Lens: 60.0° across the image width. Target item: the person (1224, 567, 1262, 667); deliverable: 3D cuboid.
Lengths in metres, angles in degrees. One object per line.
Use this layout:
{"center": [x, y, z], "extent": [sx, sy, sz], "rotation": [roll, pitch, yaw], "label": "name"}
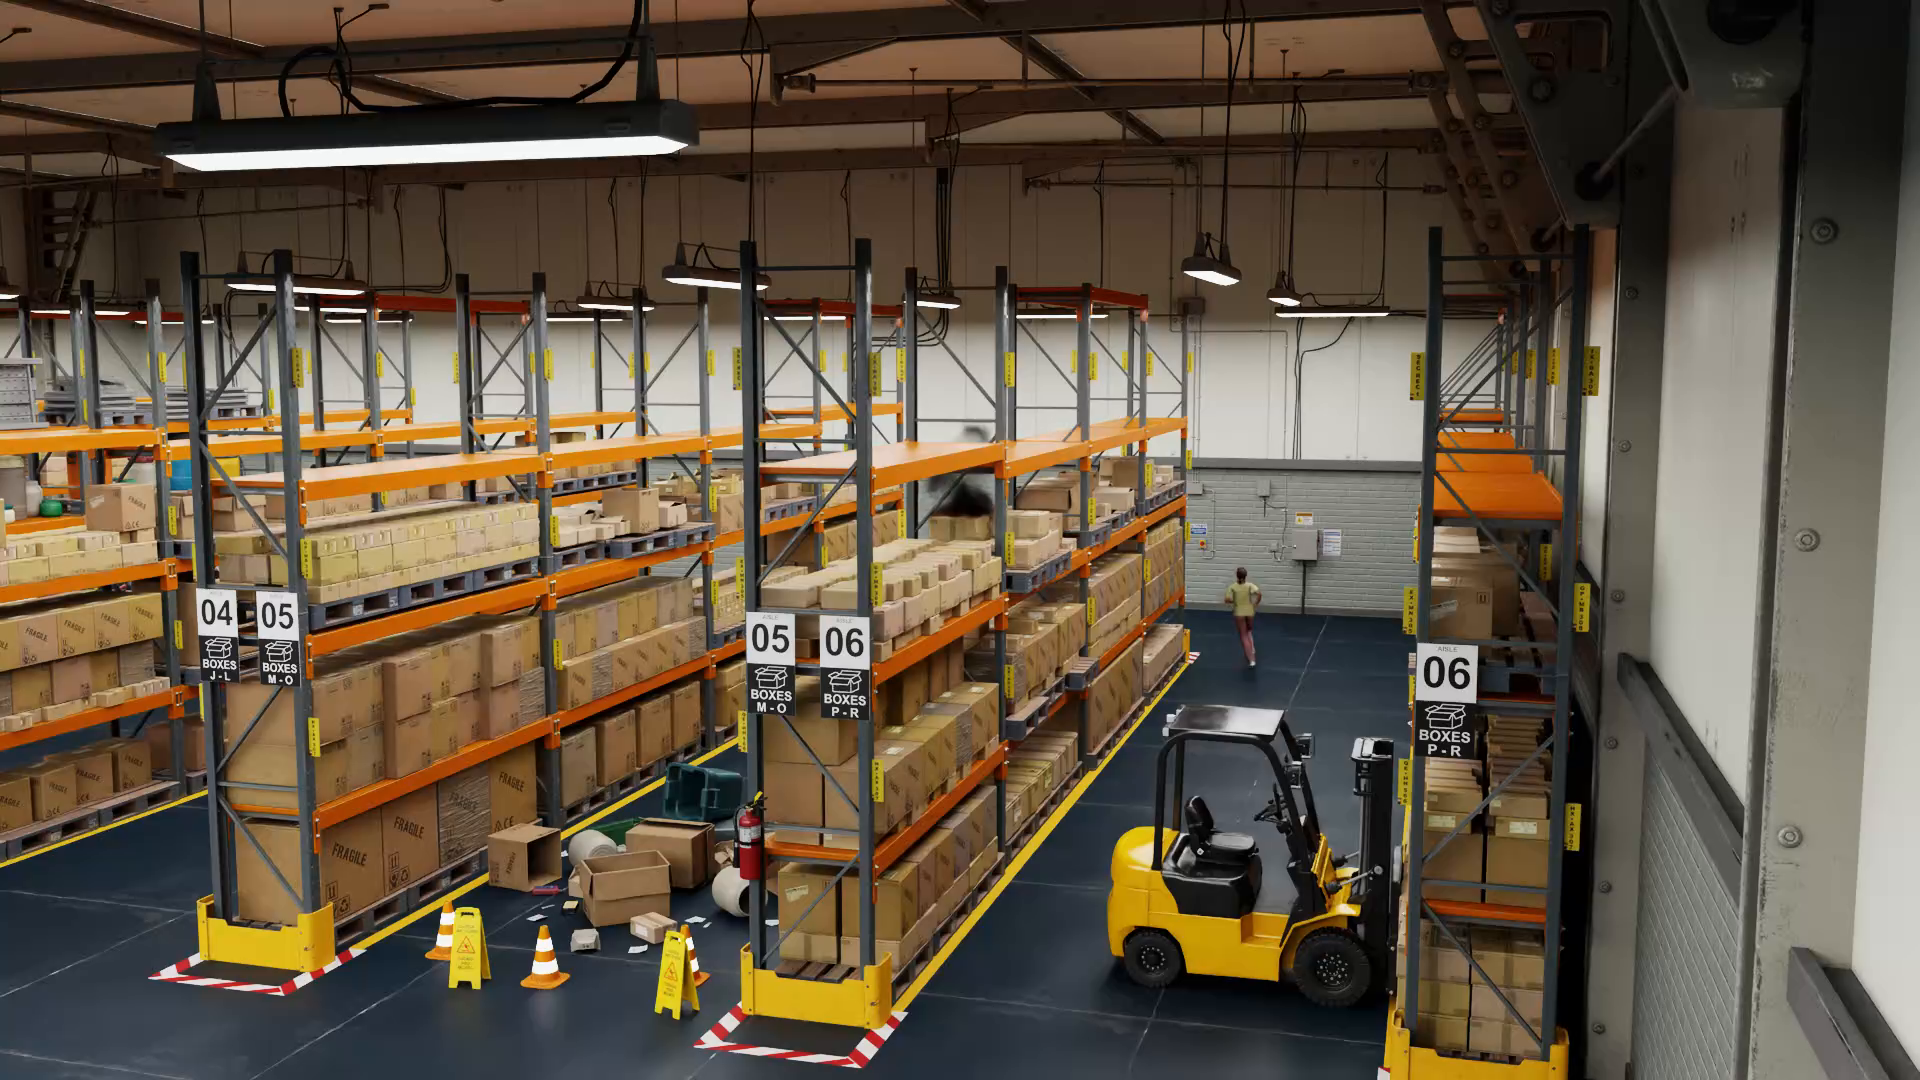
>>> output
{"center": [4.657, 1.282, 27.492], "extent": [0.573, 1.659, 0.614], "rotation": [0, 6, -3], "label": "person"}
